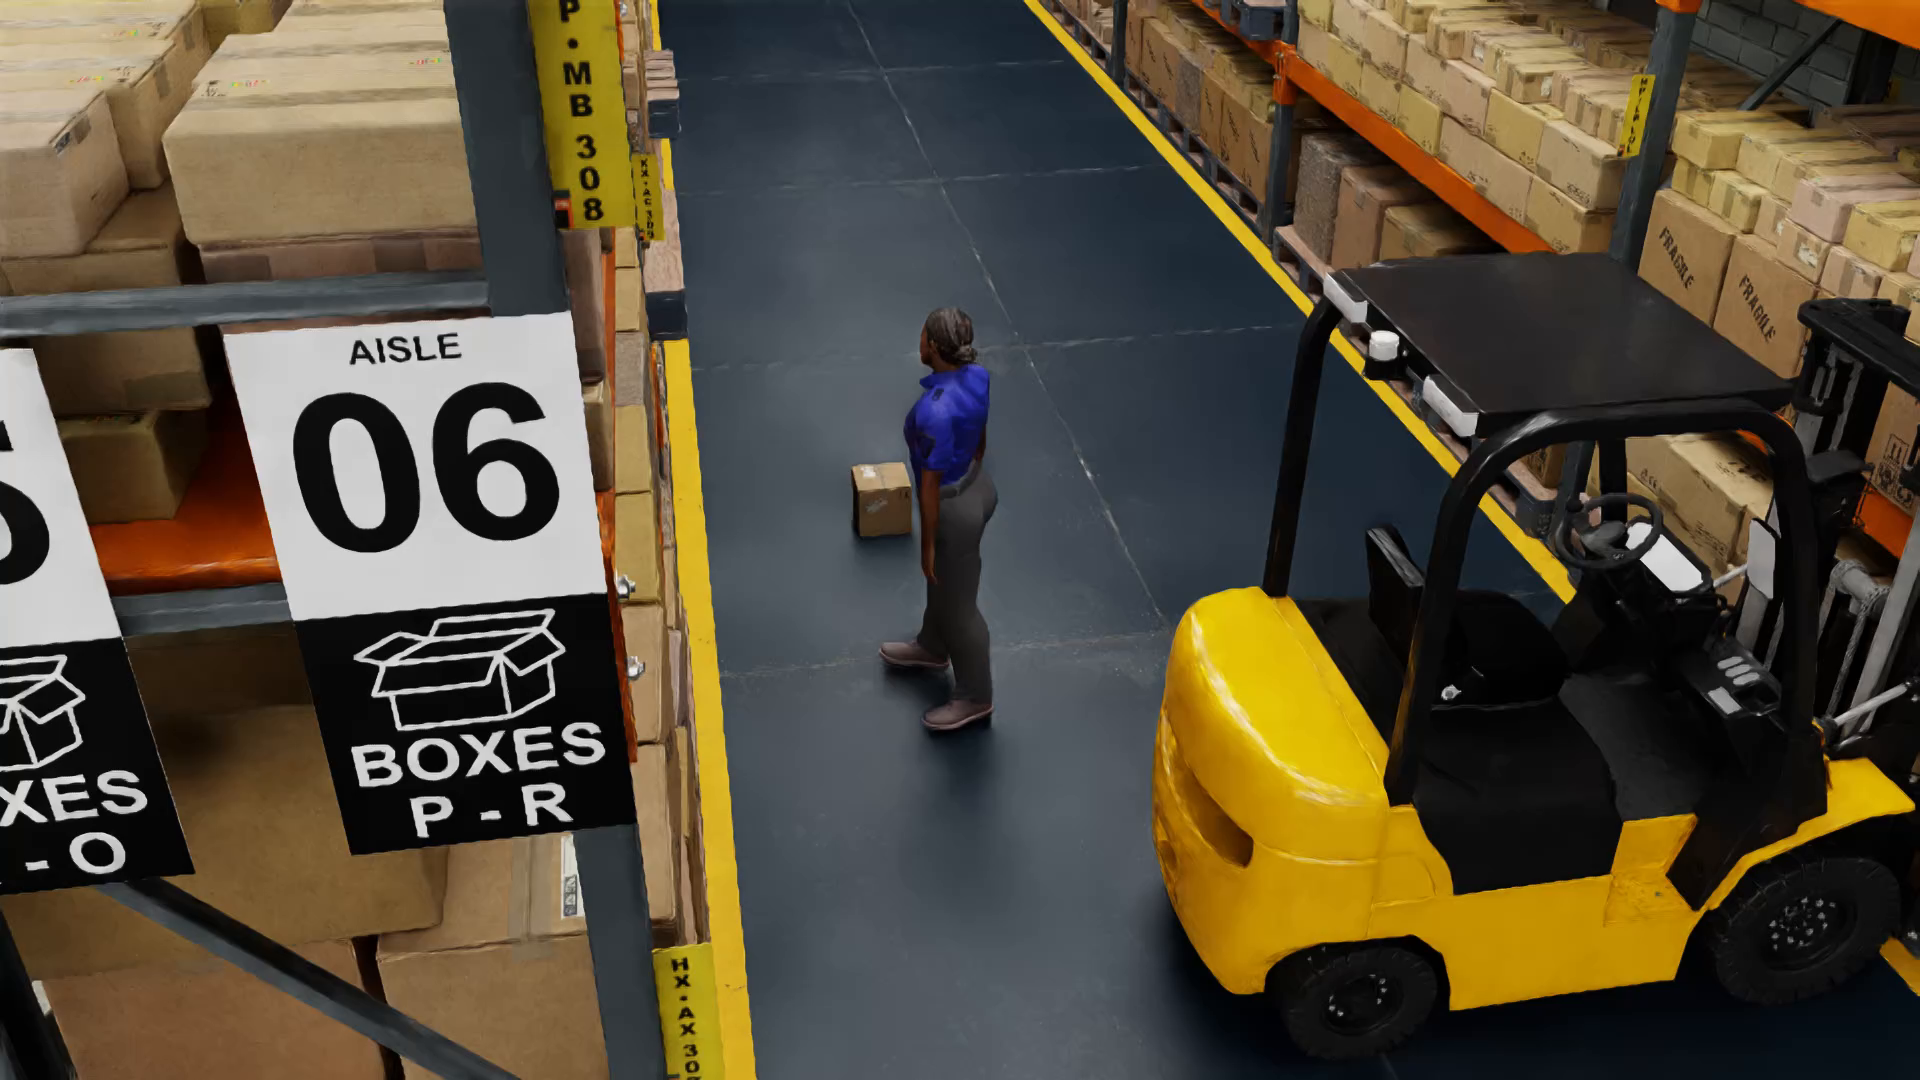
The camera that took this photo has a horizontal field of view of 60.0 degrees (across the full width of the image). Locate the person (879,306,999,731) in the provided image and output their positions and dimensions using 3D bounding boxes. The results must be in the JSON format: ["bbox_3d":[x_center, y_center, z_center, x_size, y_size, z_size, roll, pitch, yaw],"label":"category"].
[{"bbox_3d":[-0.092,-0.125,6.304,0.562,1.656,0.629,10,32,17],"label":"person"}]
